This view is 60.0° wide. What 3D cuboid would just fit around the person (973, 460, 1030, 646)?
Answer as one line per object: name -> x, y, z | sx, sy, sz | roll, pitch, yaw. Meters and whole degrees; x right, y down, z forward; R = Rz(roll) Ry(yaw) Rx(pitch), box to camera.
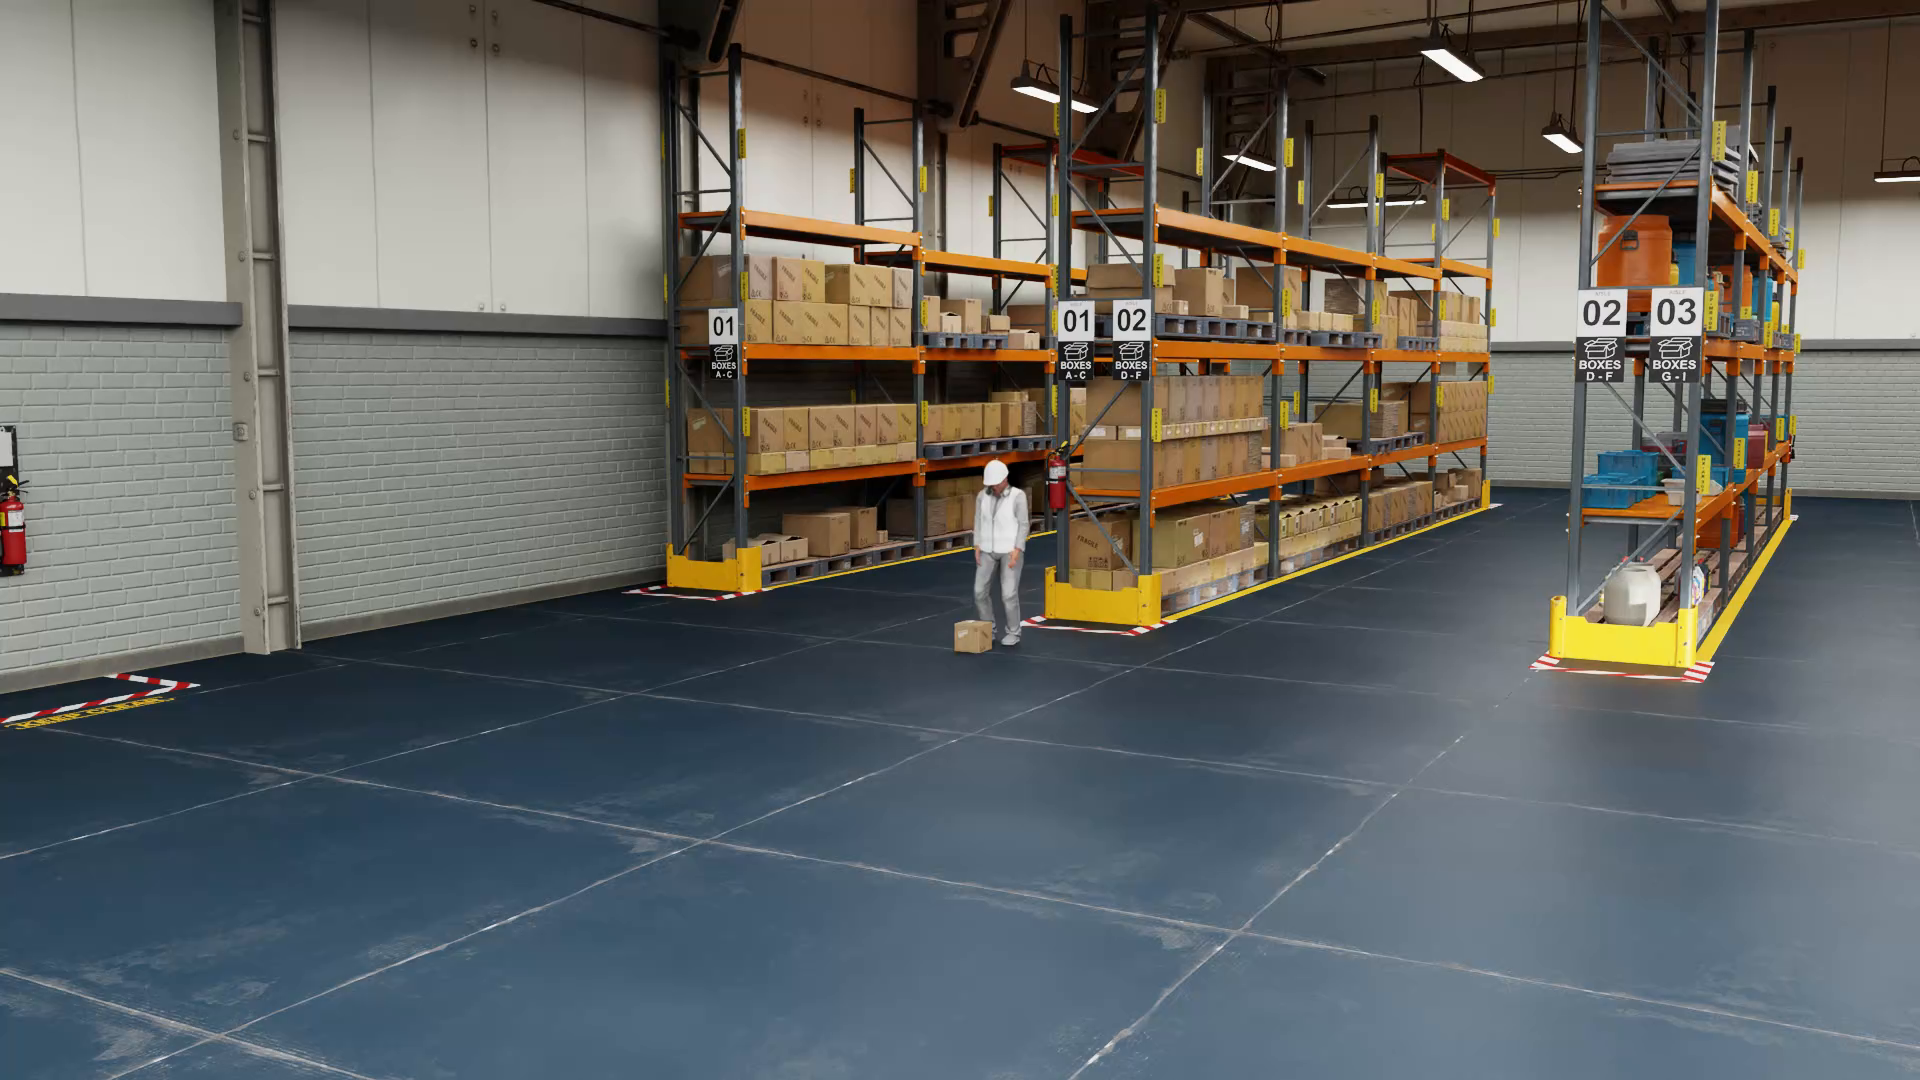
person -> 0.377, 0.111, 15.294 | 0.563, 1.708, 0.495 | 3, 7, 30
